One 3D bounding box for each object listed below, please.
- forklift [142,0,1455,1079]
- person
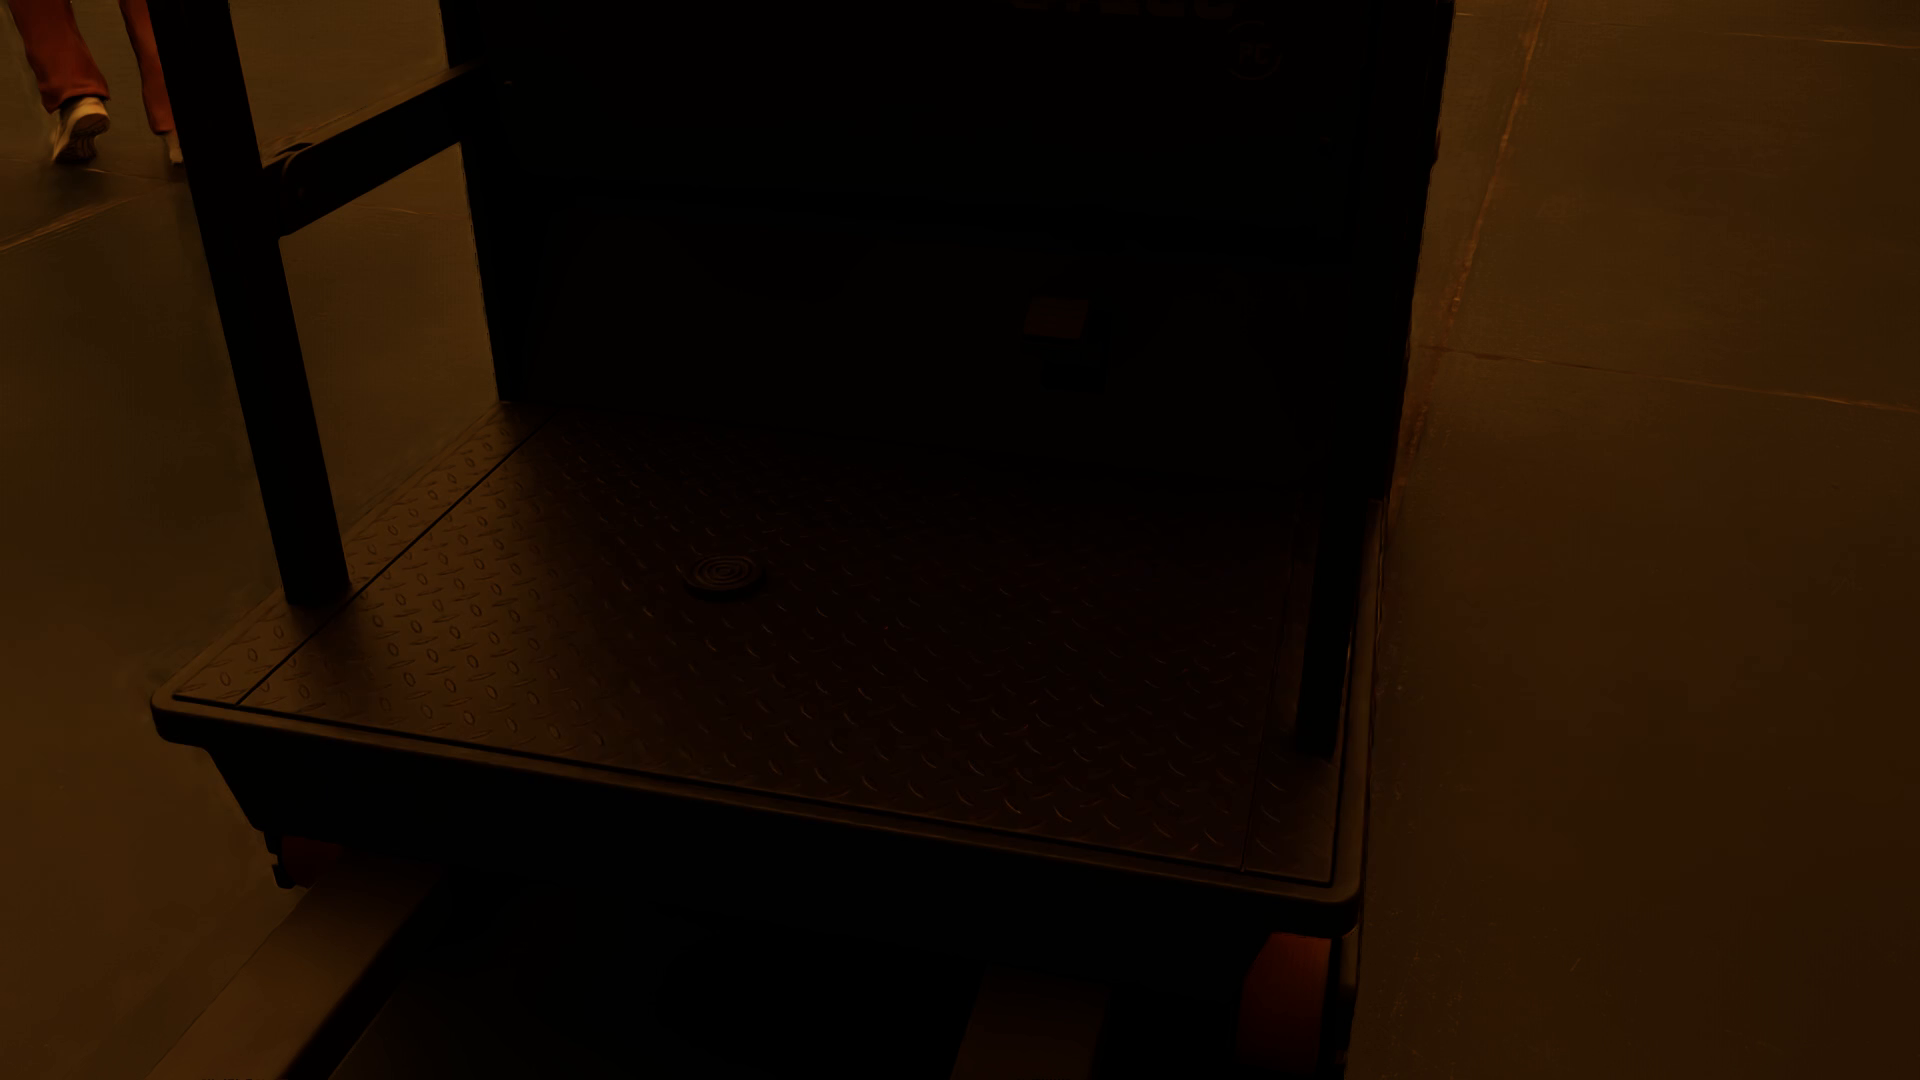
[{"bbox_3d":[-0.103,-0.975,1.247,1.130,2.935,3.031,7,30,12],"label":"forklift"},{"bbox_3d":[-2.022,-1.627,3.780,0.697,1.646,0.590,25,38,37],"label":"person"}]
